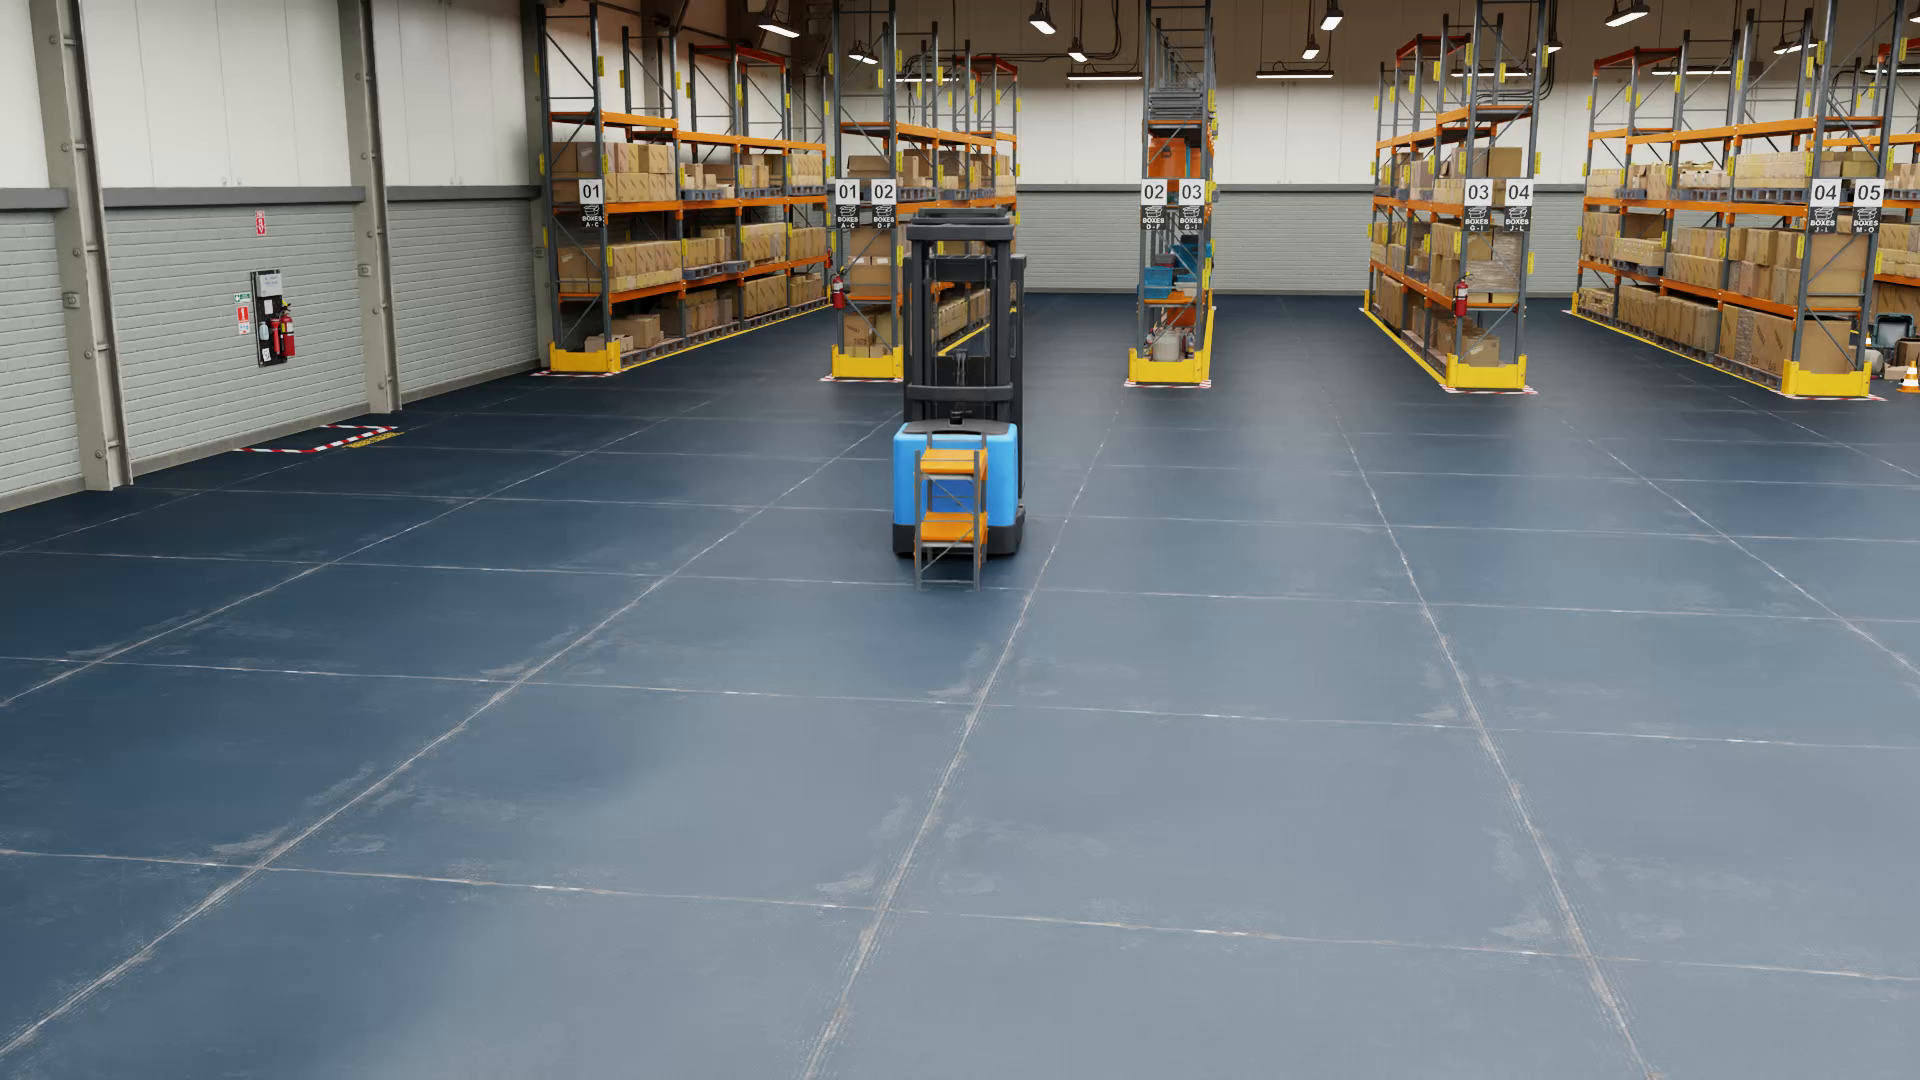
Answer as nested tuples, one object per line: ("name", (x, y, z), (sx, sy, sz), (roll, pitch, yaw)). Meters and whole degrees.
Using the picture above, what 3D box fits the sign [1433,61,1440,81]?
("sign", (8.328, -8.188, 29.034), (0.100, 0.325, 0.005), (2, 12, 9))

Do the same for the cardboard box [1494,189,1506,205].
("cardboard box", (8.592, -5.357, 25.966), (0.500, 0.250, 0.500), (2, 12, 10))

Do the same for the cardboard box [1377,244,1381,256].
("cardboard box", (10.153, -6.862, 39.363), (0.500, 0.250, 0.500), (2, 12, 8))

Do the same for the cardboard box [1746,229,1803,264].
("cardboard box", (13.484, -4.822, 27.330), (0.875, 0.550, 0.550), (2, 12, 9))

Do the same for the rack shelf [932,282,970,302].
("rack shelf", (-0.603, -5.091, 33.204), (1.077, 0.370, 4.000), (2, 12, 9))

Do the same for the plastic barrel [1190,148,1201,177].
("plastic barrel", (4.689, -7.697, 34.454), (0.600, 0.830, 0.708), (2, 12, 9))

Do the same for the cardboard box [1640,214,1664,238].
("cardboard box", (15.303, -6.957, 36.840), (0.500, 0.500, 0.500), (2, 12, 10))

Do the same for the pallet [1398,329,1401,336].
("pallet", (9.688, -4.336, 34.611), (1.003, 0.211, 1.213), (2, 12, 9))

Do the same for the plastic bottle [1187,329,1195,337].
("plastic bottle", (4.140, -3.602, 29.830), (0.144, 0.351, 0.185), (1, 12, 6))

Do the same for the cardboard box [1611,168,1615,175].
("cardboard box", (14.923, -8.312, 37.544), (0.380, 0.149, 0.250), (1, 12, 6))

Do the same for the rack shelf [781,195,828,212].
("rack shelf", (-4.268, -8.382, 41.357), (1.077, 0.370, 4.000), (2, 12, 9))

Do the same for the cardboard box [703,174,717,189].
("cardboard box", (-5.482, -7.279, 34.234), (0.797, 0.503, 0.637), (4, 13, 17))

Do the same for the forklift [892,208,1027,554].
("forklift", (0.047, -1.569, 15.316), (1.130, 2.935, 3.031), (1, 12, 4))

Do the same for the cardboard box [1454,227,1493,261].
("cardboard box", (8.103, -4.678, 26.261), (0.500, 0.500, 0.500), (2, 12, 9))

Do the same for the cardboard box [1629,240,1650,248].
("cardboard box", (14.280, -6.225, 34.947), (0.380, 0.149, 0.250), (2, 12, 11))

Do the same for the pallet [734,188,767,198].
("pallet", (-4.975, -7.761, 37.216), (1.003, 0.211, 1.213), (2, 12, 11))

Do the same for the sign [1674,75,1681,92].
("sign", (13.840, -8.799, 32.057), (0.100, 0.325, 0.005), (2, 12, 9))

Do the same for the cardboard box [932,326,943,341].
("cardboard box", (-0.604, -3.963, 31.794), (0.500, 0.250, 0.500), (2, 12, 7))

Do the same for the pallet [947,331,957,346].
("pallet", (-0.650, -4.073, 33.390), (1.003, 0.211, 1.213), (2, 12, 9))

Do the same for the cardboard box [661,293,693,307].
("cardboard box", (-5.645, -4.791, 33.215), (0.500, 0.250, 0.500), (2, 12, 7))

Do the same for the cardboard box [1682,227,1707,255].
("cardboard box", (14.223, -5.695, 31.687), (0.700, 0.500, 0.500), (2, 12, 8))

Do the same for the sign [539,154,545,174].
("sign", (-6.966, -6.275, 27.767), (0.100, 0.325, 0.005), (2, 12, 9))

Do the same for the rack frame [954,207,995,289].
("rack frame", (0.320, -6.692, 38.924), (1.000, 3.000, 0.127), (2, 12, 9))

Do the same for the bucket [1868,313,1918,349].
("bucket", (16.020, -3.563, 28.567), (0.726, 0.611, 0.620), (7, 4, 28))

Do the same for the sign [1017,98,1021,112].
("sign", (1.480, -10.969, 41.937), (0.100, 0.325, 0.005), (2, 12, 9))

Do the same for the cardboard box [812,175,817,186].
("cardboard box", (-3.889, -9.062, 41.924), (0.500, 0.250, 0.500), (1, 12, 7))

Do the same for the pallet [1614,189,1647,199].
("pallet", (14.793, -7.438, 35.711), (1.213, 0.211, 1.003), (2, 12, 9))

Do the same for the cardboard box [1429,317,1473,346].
("cardboard box", (8.993, -3.825, 30.510), (0.700, 0.500, 0.500), (1, 12, 4))

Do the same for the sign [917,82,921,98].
("sign", (-0.833, -9.303, 34.394), (0.100, 0.325, 0.005), (2, 12, 9))

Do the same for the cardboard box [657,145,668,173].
("cardboard box", (-5.689, -6.972, 30.445), (0.500, 0.500, 0.500), (3, 12, 12))

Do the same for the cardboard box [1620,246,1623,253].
("cardboard box", (14.401, -6.241, 35.727), (0.380, 0.149, 0.250), (2, 12, 10))

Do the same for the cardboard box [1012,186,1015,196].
("cardboard box", (1.117, -8.802, 41.952), (0.500, 0.250, 0.500), (2, 12, 9))

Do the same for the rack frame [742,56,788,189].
("rack frame", (-4.575, -9.784, 39.033), (1.000, 3.000, 0.127), (2, 12, 9))

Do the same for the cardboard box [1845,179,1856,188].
("cardboard box", (13.517, -5.349, 24.935), (0.380, 0.149, 0.250), (2, 12, 9))

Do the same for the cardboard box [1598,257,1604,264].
("cardboard box", (14.975, -6.460, 38.446), (0.380, 0.149, 0.250), (2, 12, 10))

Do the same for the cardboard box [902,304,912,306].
("cardboard box", (-0.854, -4.047, 30.401), (0.500, 0.500, 0.500), (2, 12, 9))

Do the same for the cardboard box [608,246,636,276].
("cardboard box", (-5.965, -4.849, 28.901), (0.500, 0.500, 0.500), (2, 12, 9))

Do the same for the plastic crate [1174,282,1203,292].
("plastic crate", (3.984, -4.390, 28.869), (0.530, 0.136, 0.437), (2, 12, 9))

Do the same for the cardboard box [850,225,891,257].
("cardboard box", (-1.433, -4.985, 27.686), (0.700, 0.500, 0.500), (2, 12, 9))

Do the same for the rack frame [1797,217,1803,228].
("rack frame", (20.515, -6.882, 39.805), (1.000, 3.000, 0.127), (2, 12, 9))

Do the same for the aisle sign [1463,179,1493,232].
("aisle sign", (7.956, -5.140, 25.551), (0.394, 0.787, 0.004), (2, 12, 9))

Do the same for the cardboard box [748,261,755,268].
("cardboard box", (-4.739, -6.072, 36.595), (0.380, 0.149, 0.250), (2, 12, 10))

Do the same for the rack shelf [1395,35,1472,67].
("rack shelf", (9.800, -10.159, 34.593), (1.077, 0.370, 4.000), (2, 12, 9))

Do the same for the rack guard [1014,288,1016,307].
("rack guard", (0.923, -6.287, 42.978), (1.175, 0.500, 0.348), (2, 12, 9))

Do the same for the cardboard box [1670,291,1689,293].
("cardboard box", (14.801, -4.947, 33.984), (0.500, 0.250, 0.500), (2, 12, 8))

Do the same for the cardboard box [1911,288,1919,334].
("cardboard box", (19.473, -4.524, 32.912), (0.875, 0.875, 0.875), (2, 12, 8))

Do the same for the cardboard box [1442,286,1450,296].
("cardboard box", (8.229, -4.131, 27.637), (0.380, 0.149, 0.250), (2, 12, 9))

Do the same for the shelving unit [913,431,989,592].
("shelving unit", (-0.063, -0.251, 13.489), (0.538, 1.125, 1.048), (1, 12, 4))

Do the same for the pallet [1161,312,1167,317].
("pallet", (5.054, -5.008, 37.730), (1.003, 0.211, 1.213), (2, 12, 9))

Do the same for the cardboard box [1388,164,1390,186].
("cardboard box", (10.256, -8.416, 38.333), (0.700, 0.500, 0.500), (3, 12, 12))

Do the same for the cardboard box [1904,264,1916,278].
("cardboard box", (19.169, -5.363, 33.117), (0.500, 0.250, 0.500), (2, 12, 10))

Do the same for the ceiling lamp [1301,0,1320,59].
("ceiling lamp", (7.851, -12.052, 35.702), (0.800, 3.185, 2.000), (2, 12, 9))

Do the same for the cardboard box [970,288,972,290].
("cardboard box", (0.005, -5.592, 38.710), (0.500, 0.500, 0.500), (1, 12, 6))

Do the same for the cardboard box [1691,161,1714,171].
("cardboard box", (14.792, -7.428, 33.164), (0.396, 0.266, 0.258), (2, 12, 9))

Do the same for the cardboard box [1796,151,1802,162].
("cardboard box", (12.904, -5.811, 25.186), (0.380, 0.149, 0.250), (2, 12, 9))

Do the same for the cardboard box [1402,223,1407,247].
("cardboard box", (9.821, -6.504, 35.433), (0.797, 0.503, 0.637), (2, 12, 10))

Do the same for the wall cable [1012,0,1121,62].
("wall cable", (2.994, -14.769, 46.750), (3.097, 2.526, 0.112), (2, 12, 9))
